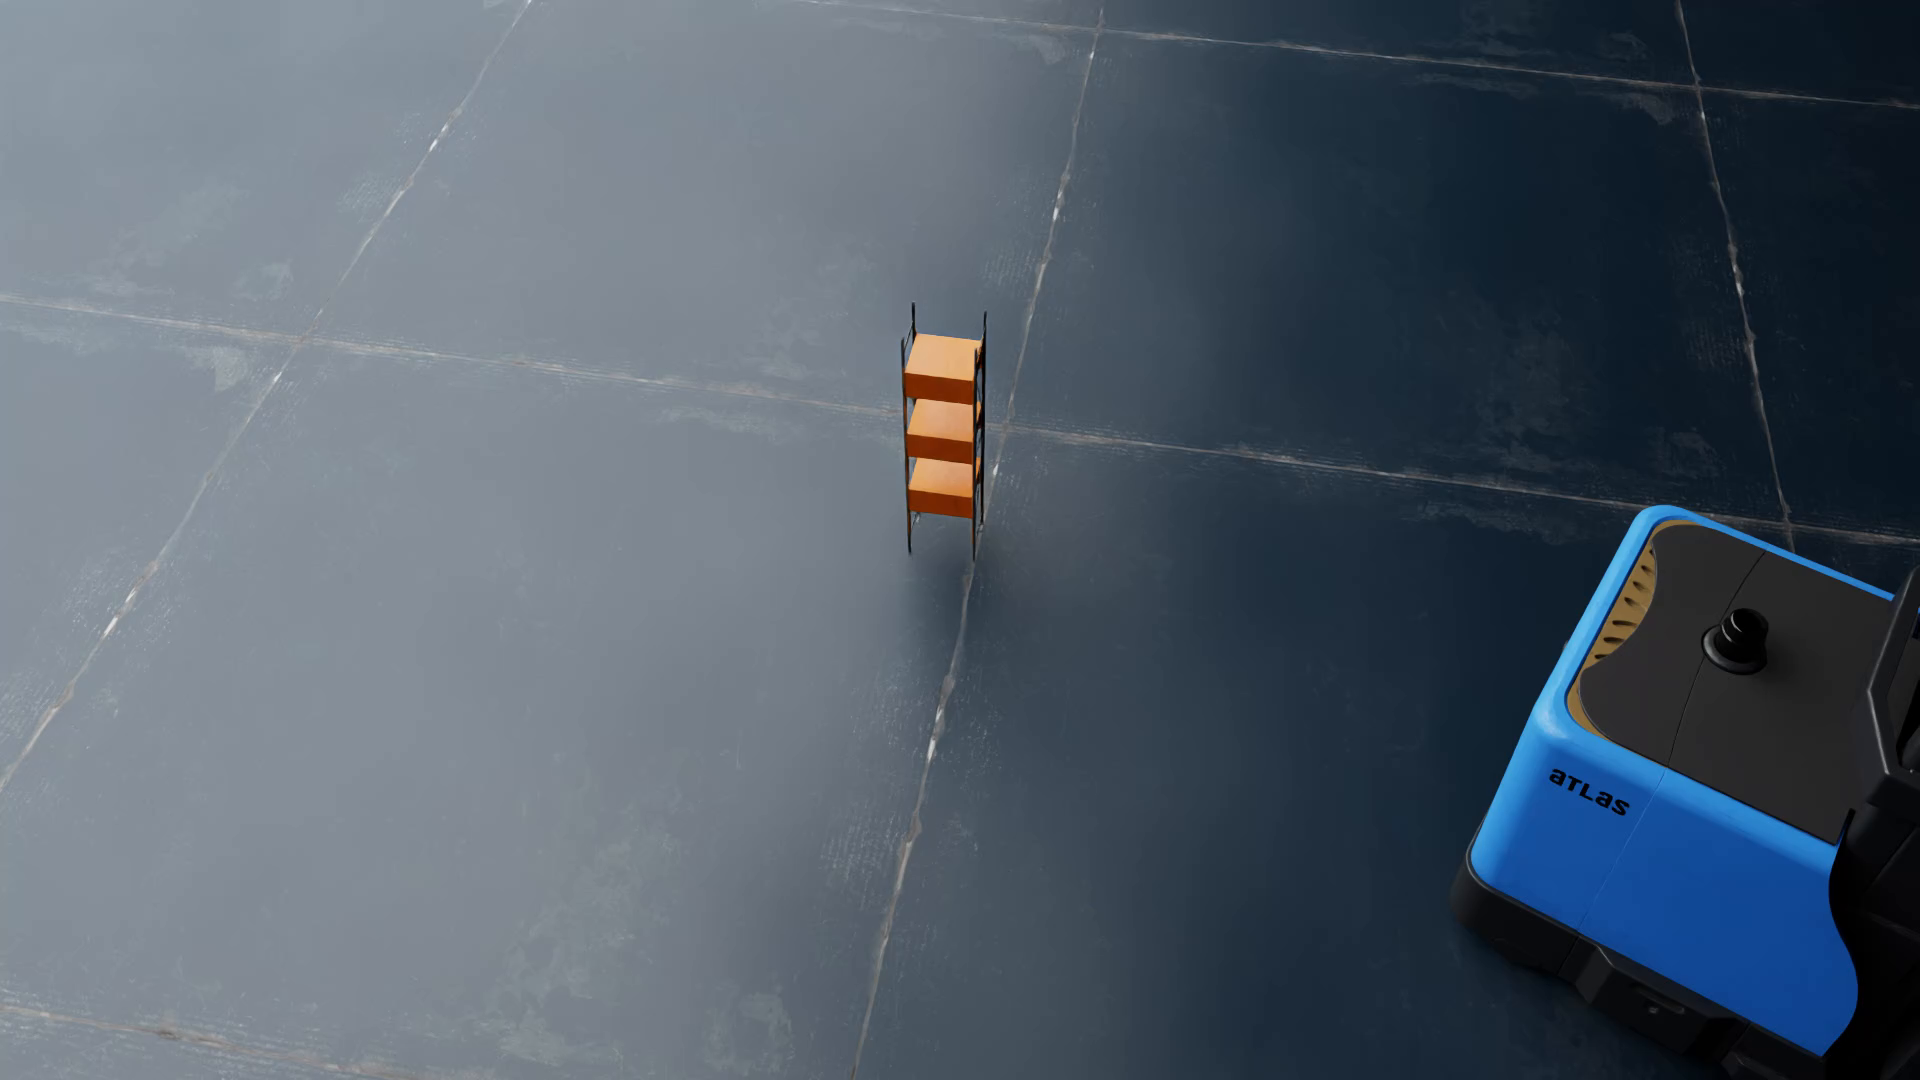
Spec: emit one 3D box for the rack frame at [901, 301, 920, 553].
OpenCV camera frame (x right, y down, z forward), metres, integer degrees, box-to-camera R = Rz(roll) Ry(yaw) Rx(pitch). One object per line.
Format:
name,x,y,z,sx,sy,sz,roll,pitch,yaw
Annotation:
rack frame,-0.173,-0.374,5.880,0.008,1.050,0.200,8,49,7

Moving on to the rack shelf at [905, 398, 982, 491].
rack shelf,-0.053,-0.351,5.874,0.240,0.259,0.215,8,49,7

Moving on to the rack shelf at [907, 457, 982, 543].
rack shelf,-0.053,-0.165,6.080,0.240,0.259,0.215,8,49,7

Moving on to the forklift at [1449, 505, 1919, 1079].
forklift,3.022,0.517,3.815,3.031,2.935,1.130,26,53,22

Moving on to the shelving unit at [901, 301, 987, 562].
shelving unit,-0.053,-0.358,5.866,0.252,1.050,0.215,8,49,7

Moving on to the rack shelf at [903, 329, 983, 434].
rack shelf,-0.053,-0.541,5.663,0.240,0.259,0.215,8,49,7

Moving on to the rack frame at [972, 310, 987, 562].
rack frame,0.067,-0.342,5.851,0.008,1.050,0.200,8,49,7
